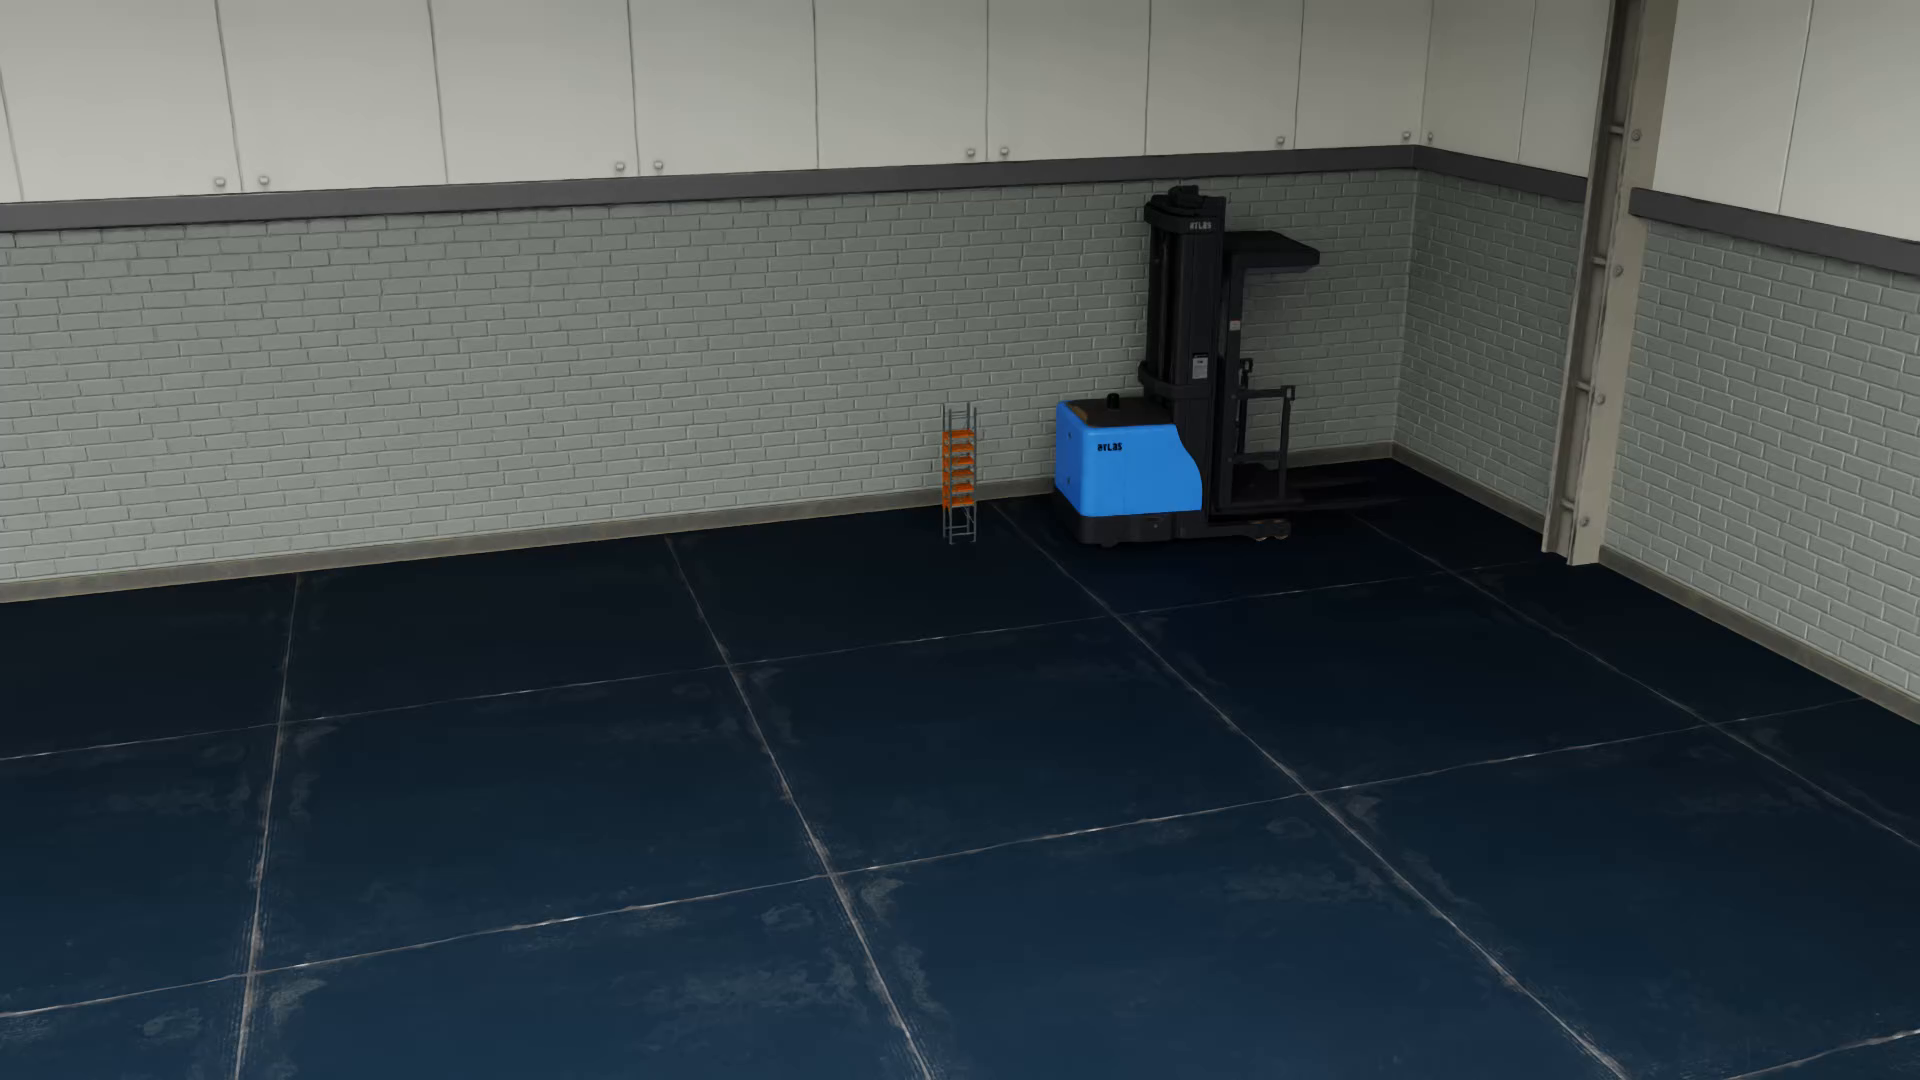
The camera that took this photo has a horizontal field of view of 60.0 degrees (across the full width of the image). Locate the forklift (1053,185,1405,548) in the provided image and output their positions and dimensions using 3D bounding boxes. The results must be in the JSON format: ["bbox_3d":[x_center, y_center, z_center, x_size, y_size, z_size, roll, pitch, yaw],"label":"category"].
[{"bbox_3d":[2.407,-1.545,14.381,3.031,2.935,1.130,-4,20,-11],"label":"forklift"}]

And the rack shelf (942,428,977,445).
[{"bbox_3d":[-0.005,-0.866,14.120,0.258,0.103,0.180,-6,21,-17],"label":"rack shelf"}]

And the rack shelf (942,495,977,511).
[{"bbox_3d":[-0.005,-0.302,14.323,0.258,0.103,0.180,-6,21,-17],"label":"rack shelf"}]

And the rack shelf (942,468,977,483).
[{"bbox_3d":[-0.005,-0.528,14.242,0.258,0.103,0.180,-6,21,-17],"label":"rack shelf"}]

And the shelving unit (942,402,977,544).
[{"bbox_3d":[-0.005,-0.569,14.227,0.258,1.200,0.189,-6,21,-17],"label":"shelving unit"}]

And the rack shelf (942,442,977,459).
[{"bbox_3d":[-0.005,-0.753,14.160,0.258,0.103,0.180,-6,21,-17],"label":"rack shelf"}]

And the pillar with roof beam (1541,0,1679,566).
[{"bbox_3d":[1.069,-3.643,11.246,9.100,9.000,0.400,-6,21,-17],"label":"pillar with roof beam"}]

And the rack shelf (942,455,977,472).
[{"bbox_3d":[-0.005,-0.640,14.201,0.258,0.103,0.180,-6,21,-17],"label":"rack shelf"}]

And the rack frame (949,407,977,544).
[{"bbox_3d":[0.024,-0.540,14.145,0.240,1.200,0.006,-6,21,-17],"label":"rack frame"}]

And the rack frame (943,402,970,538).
[{"bbox_3d":[-0.033,-0.599,14.308,0.240,1.200,0.006,-6,21,-17],"label":"rack frame"}]

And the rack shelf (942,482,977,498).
[{"bbox_3d":[-0.005,-0.415,14.282,0.258,0.103,0.180,-6,21,-17],"label":"rack shelf"}]
